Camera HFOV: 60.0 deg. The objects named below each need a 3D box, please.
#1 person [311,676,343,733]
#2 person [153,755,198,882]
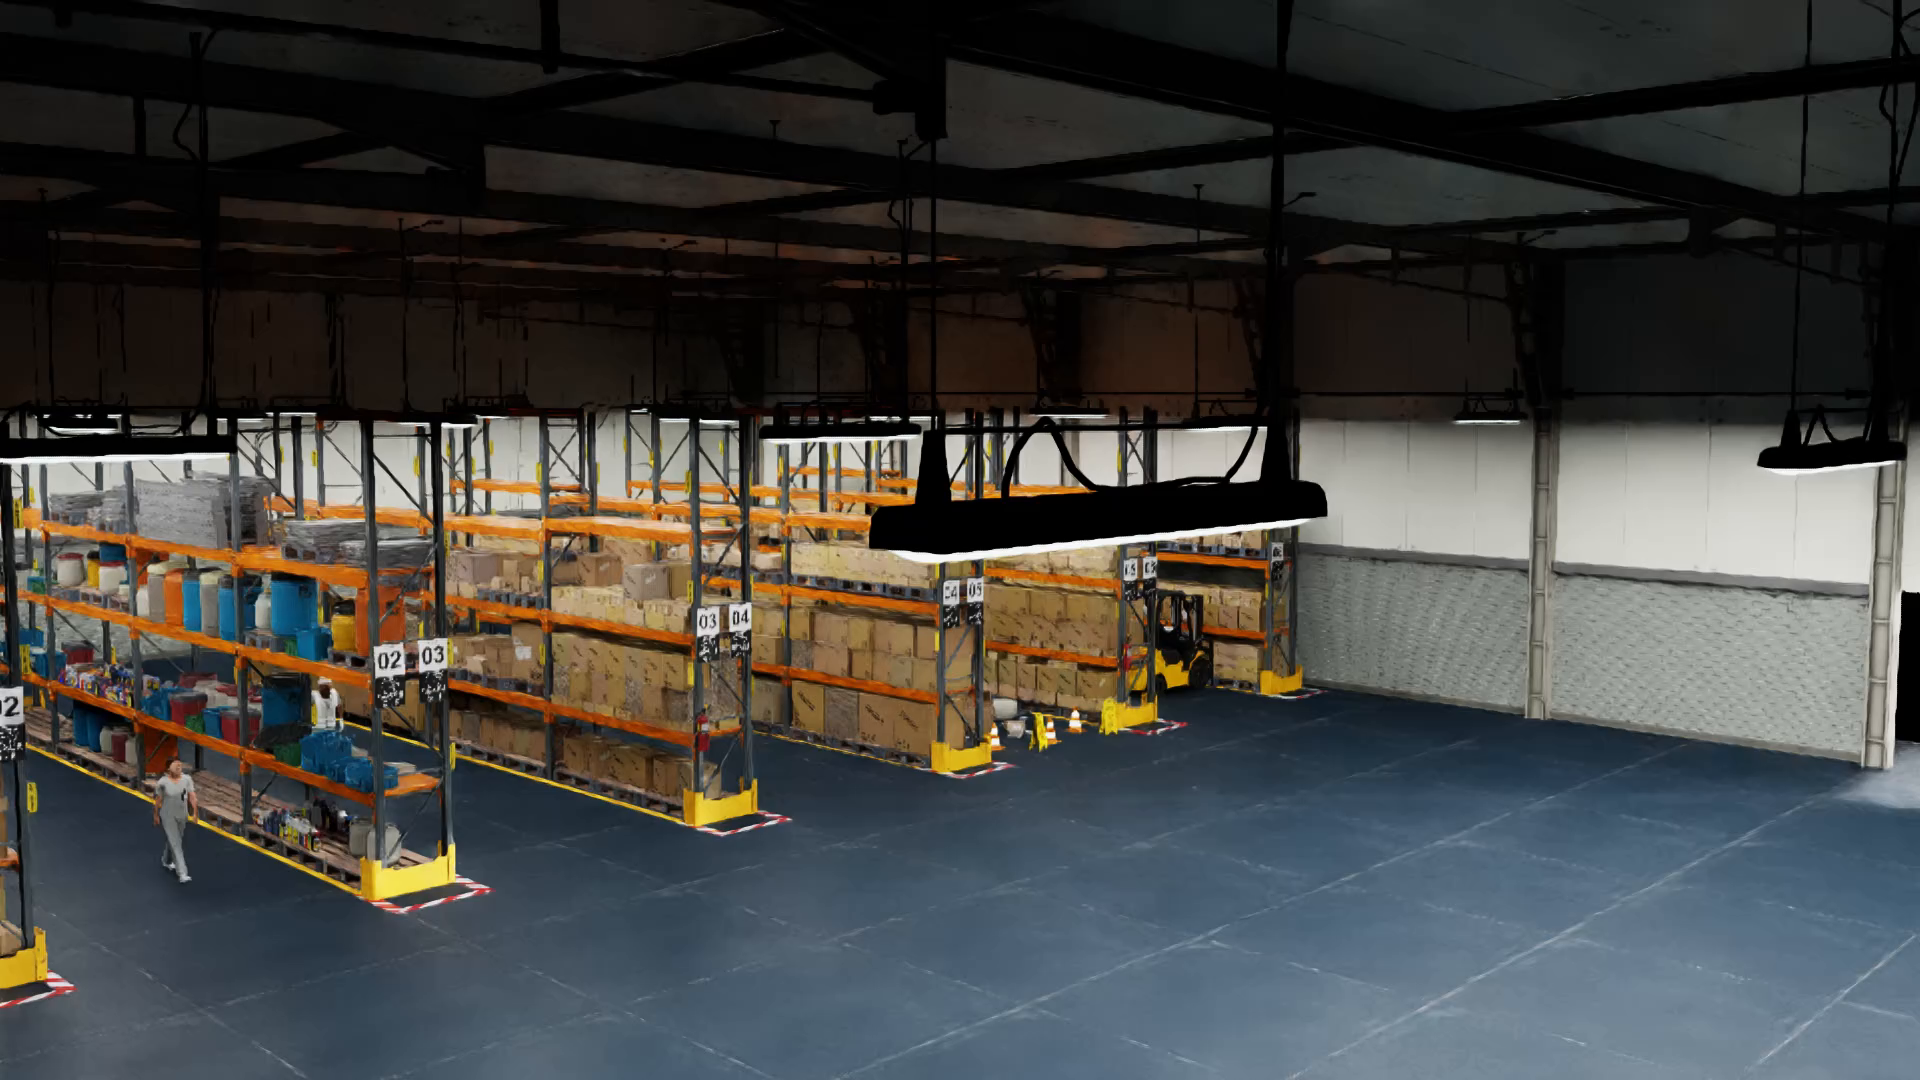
[{"bbox_3d":[-10.449,3.060,27.264,0.549,1.735,0.702,5,7,43],"label":"person"},{"bbox_3d":[-10.222,3.599,21.712,1.019,1.612,0.455,5,7,43],"label":"person"}]
